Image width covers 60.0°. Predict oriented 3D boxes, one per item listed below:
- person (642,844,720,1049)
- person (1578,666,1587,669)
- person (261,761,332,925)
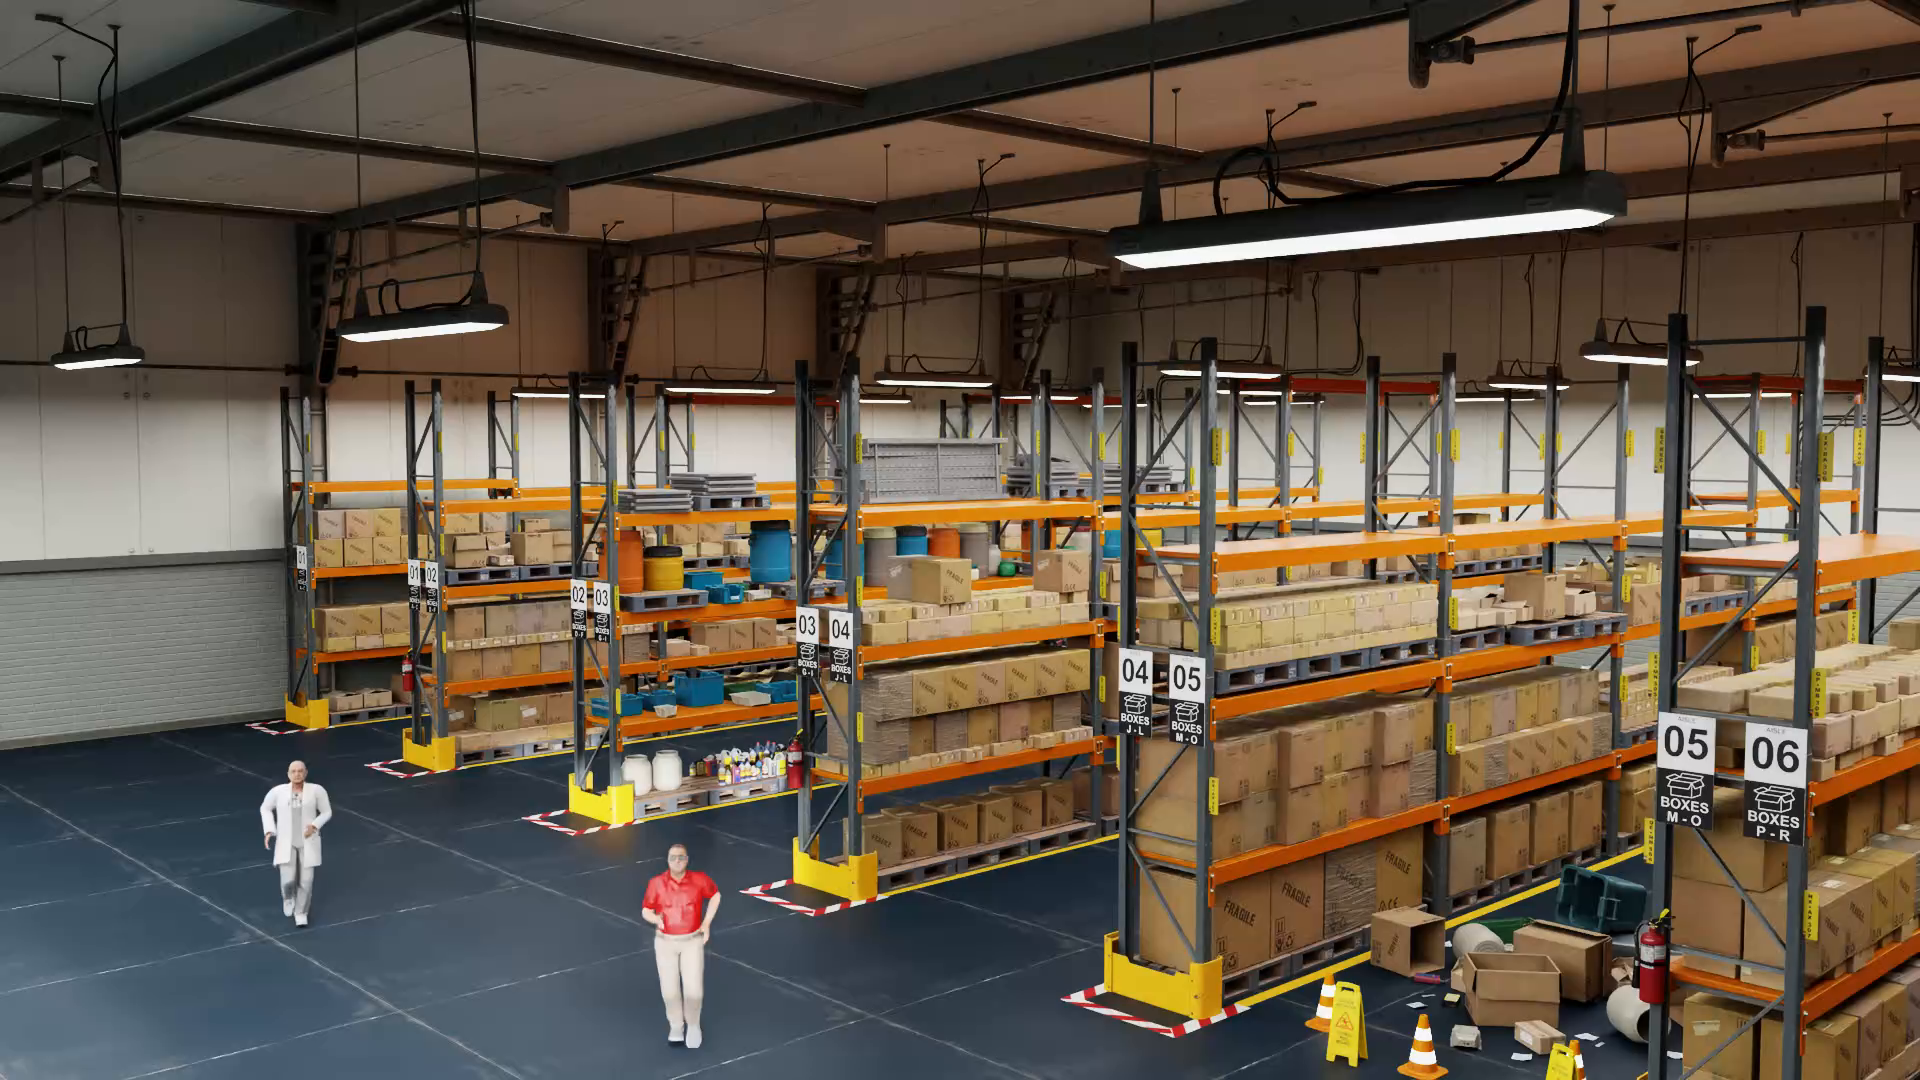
[{"bbox_3d":[-2.345,3.429,13.935,0.644,1.740,0.660,0,4,-5],"label":"person"},{"bbox_3d":[9.130,2.726,24.474,0.607,1.749,0.637,-3,5,-40],"label":"person"},{"bbox_3d":[-6.952,3.184,17.414,0.685,1.732,0.628,-1,4,-21],"label":"person"}]
